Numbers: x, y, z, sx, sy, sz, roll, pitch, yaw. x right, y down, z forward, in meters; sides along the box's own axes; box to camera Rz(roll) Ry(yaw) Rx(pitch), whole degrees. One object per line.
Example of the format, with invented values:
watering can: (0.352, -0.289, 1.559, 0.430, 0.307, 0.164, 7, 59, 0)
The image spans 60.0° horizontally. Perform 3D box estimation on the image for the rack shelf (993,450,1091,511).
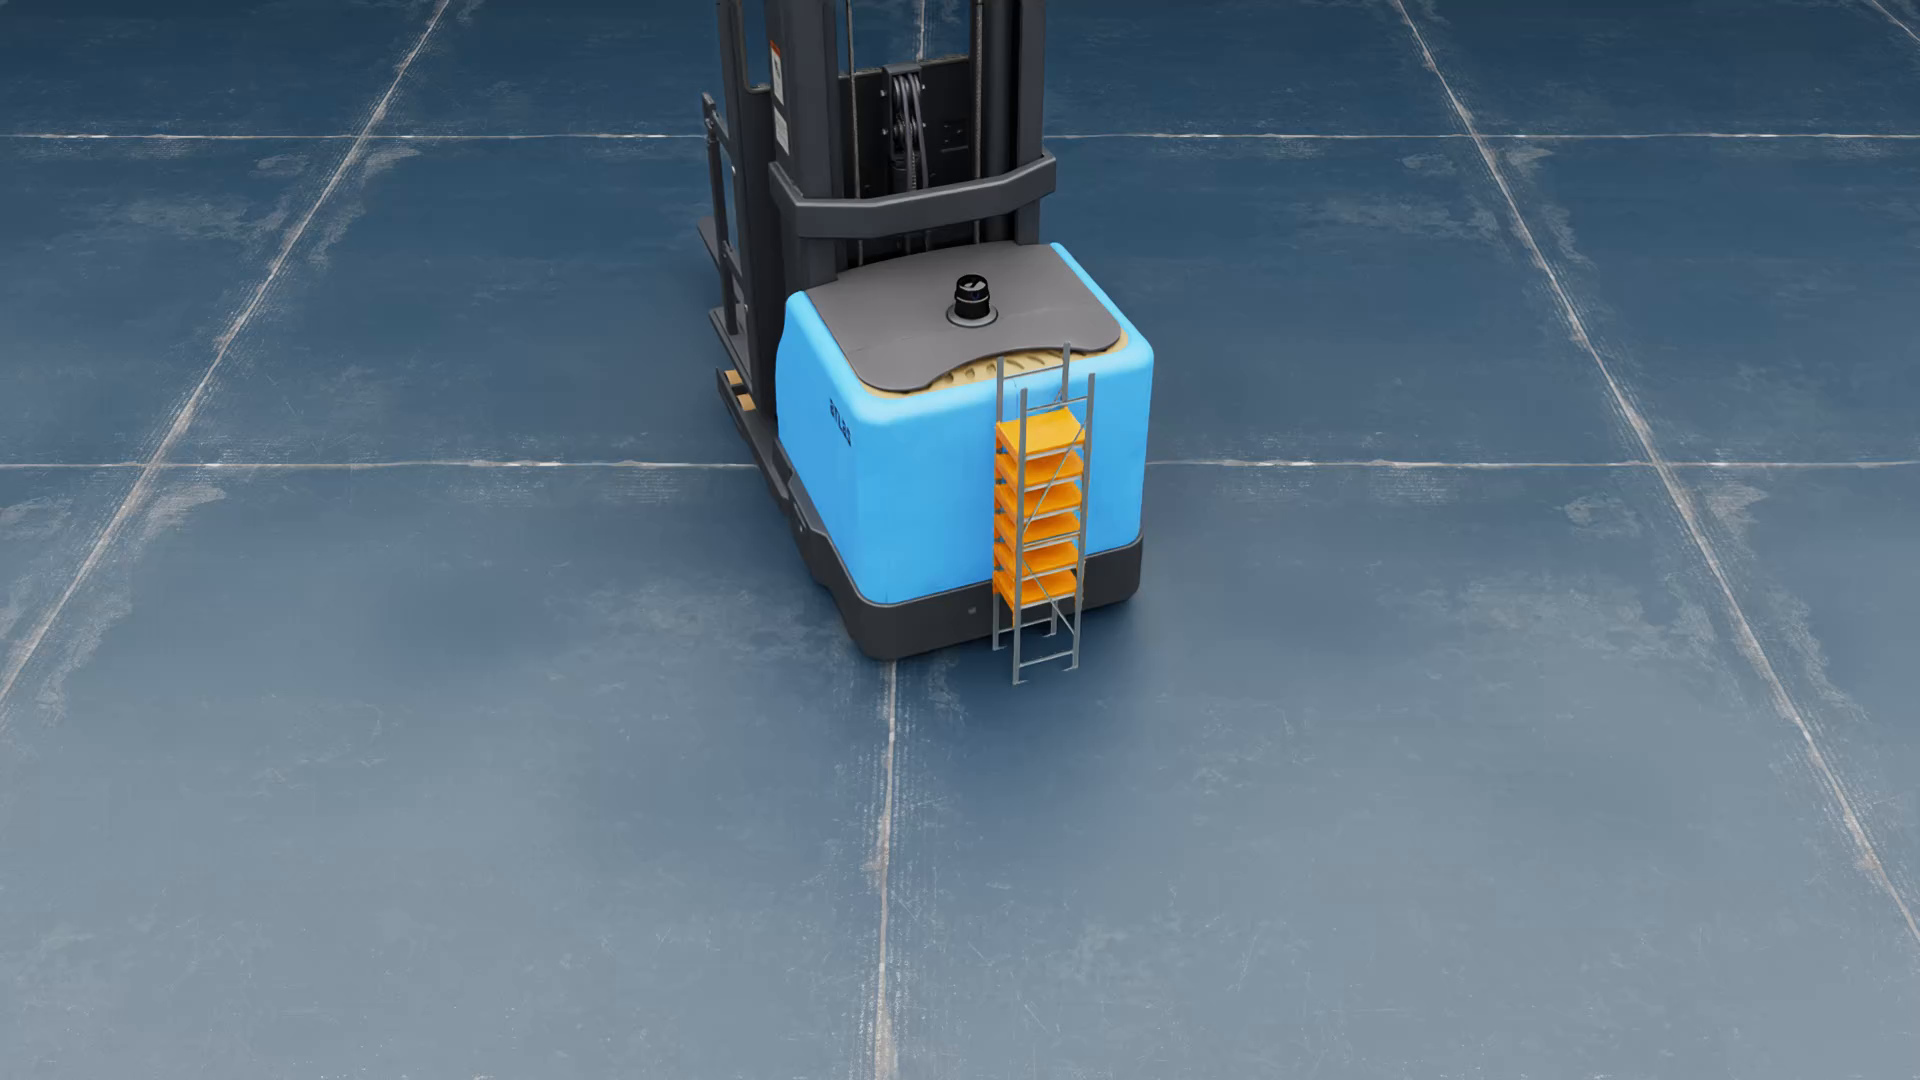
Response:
rack shelf: (0.258, -0.209, 5.239, 0.258, 0.103, 0.180, -14, 41, -16)

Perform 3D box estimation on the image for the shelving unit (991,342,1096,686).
shelving unit: (0.258, -0.056, 5.361, 0.258, 1.200, 0.189, -14, 41, -16)

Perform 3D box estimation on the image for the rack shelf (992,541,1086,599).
rack shelf: (0.258, 0.072, 5.464, 0.258, 0.103, 0.180, -14, 41, -16)

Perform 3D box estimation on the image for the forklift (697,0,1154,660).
forklift: (-0.365, -1.663, 5.981, 1.130, 2.935, 3.031, -14, 41, -16)

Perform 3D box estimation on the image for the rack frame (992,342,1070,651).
rack frame: (0.225, -0.110, 5.427, 0.240, 1.200, 0.006, -14, 41, -16)

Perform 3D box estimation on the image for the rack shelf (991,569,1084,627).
rack shelf: (0.258, 0.166, 5.539, 0.258, 0.103, 0.180, -14, 41, -16)

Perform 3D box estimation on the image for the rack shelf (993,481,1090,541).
rack shelf: (0.258, -0.115, 5.314, 0.258, 0.103, 0.180, -14, 41, -16)

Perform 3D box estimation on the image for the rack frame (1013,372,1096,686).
rack frame: (0.291, -0.003, 5.294, 0.240, 1.200, 0.006, -14, 41, -16)

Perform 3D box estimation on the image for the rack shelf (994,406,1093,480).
rack shelf: (0.258, -0.303, 5.164, 0.258, 0.103, 0.180, -14, 41, -16)

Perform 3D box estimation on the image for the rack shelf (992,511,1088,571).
rack shelf: (0.258, -0.022, 5.389, 0.258, 0.103, 0.180, -14, 41, -16)
